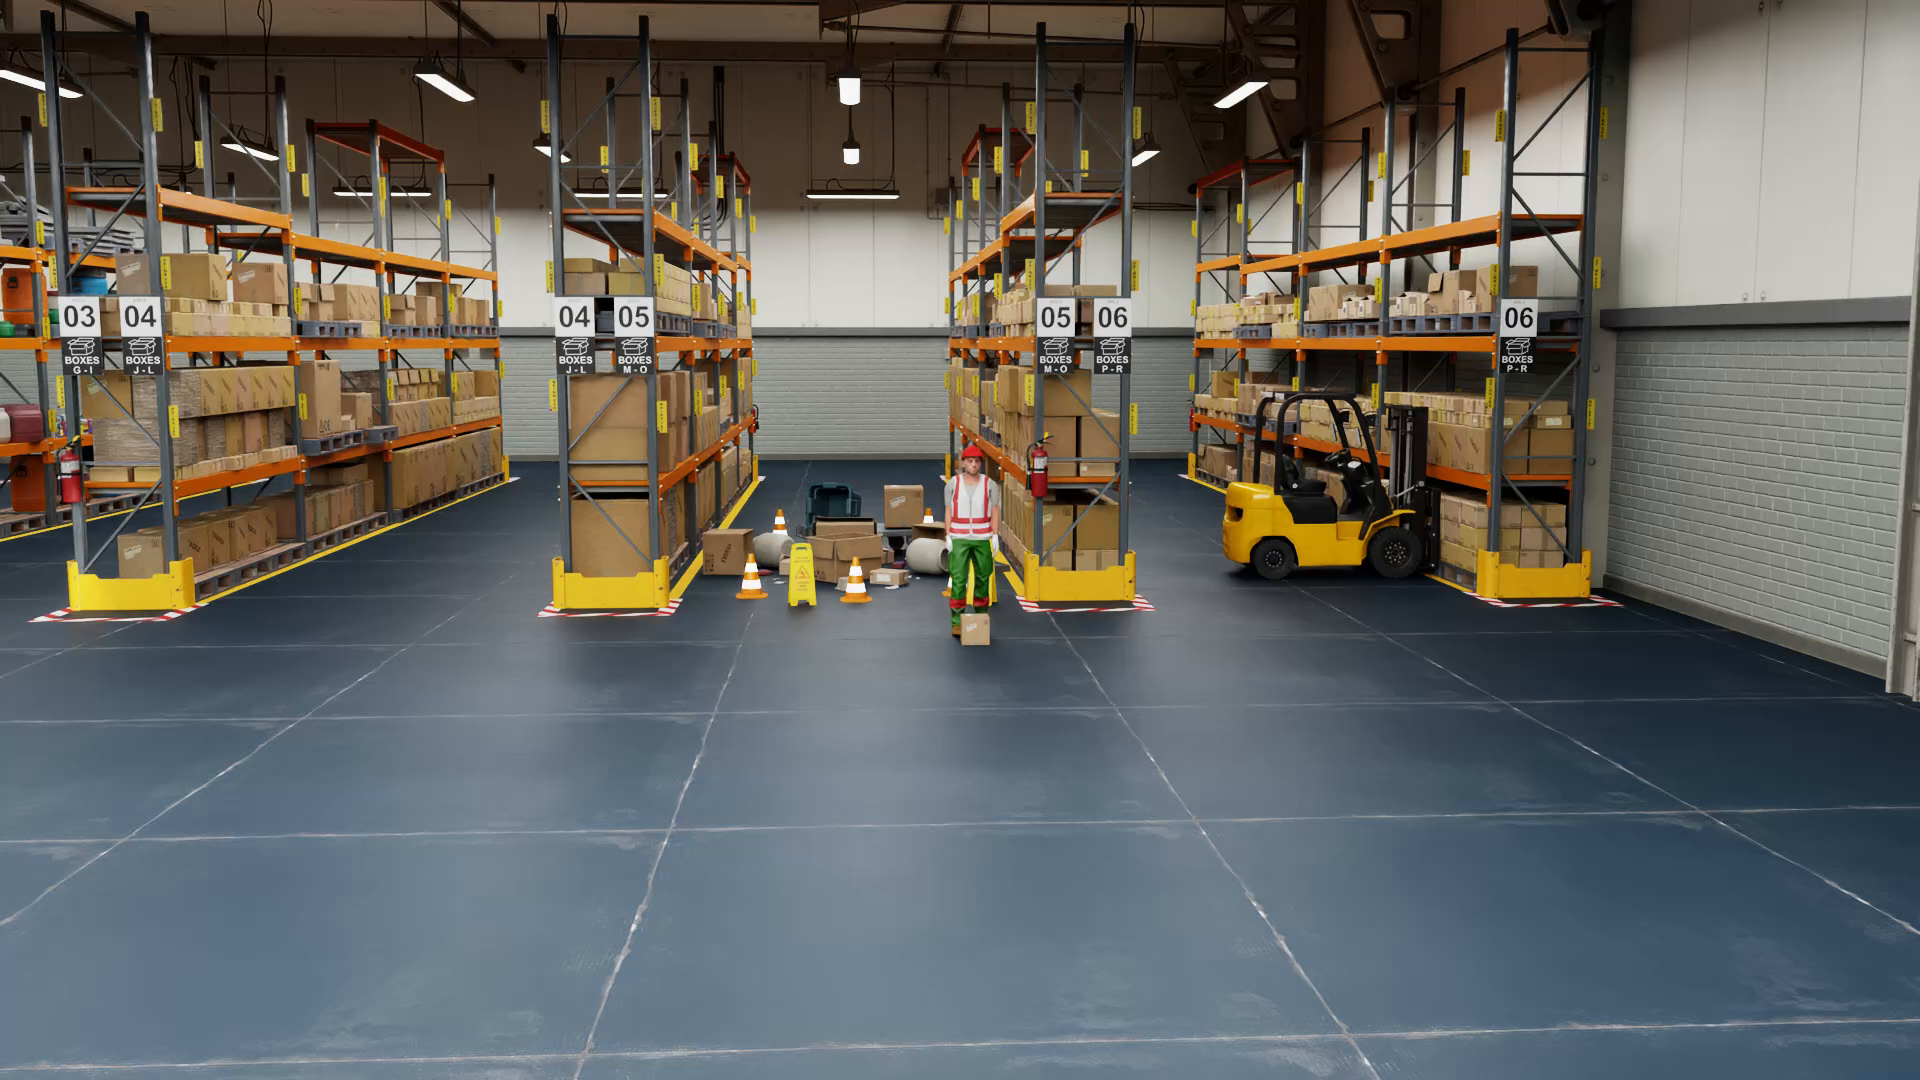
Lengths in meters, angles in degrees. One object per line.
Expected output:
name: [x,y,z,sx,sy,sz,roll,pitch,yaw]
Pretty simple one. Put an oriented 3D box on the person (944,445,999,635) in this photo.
person: [0.111,0.007,15.611,0.523,1.795,0.373,0,7,-2]
